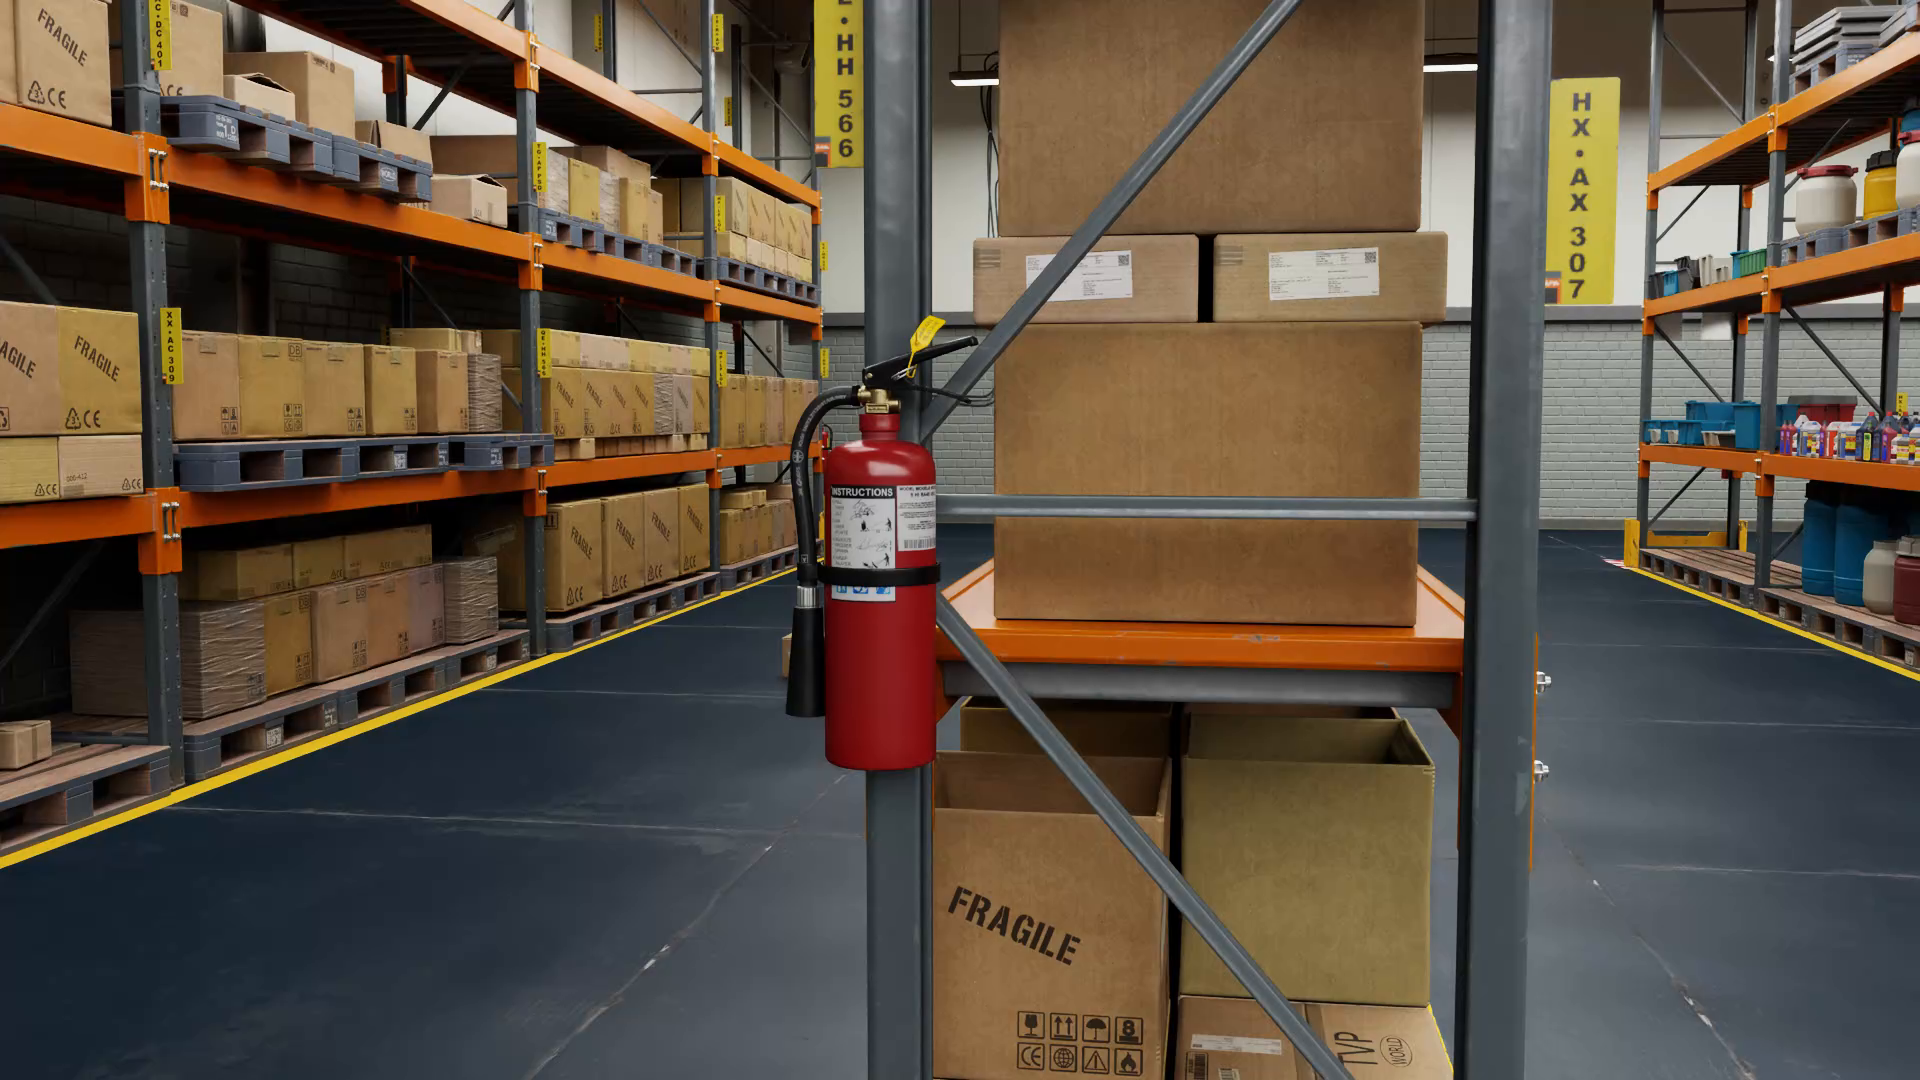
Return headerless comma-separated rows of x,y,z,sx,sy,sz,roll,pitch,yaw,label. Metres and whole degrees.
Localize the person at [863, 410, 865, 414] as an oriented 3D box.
-0.467,0.010,10.284,0.367,1.713,0.538,1,4,10,person
